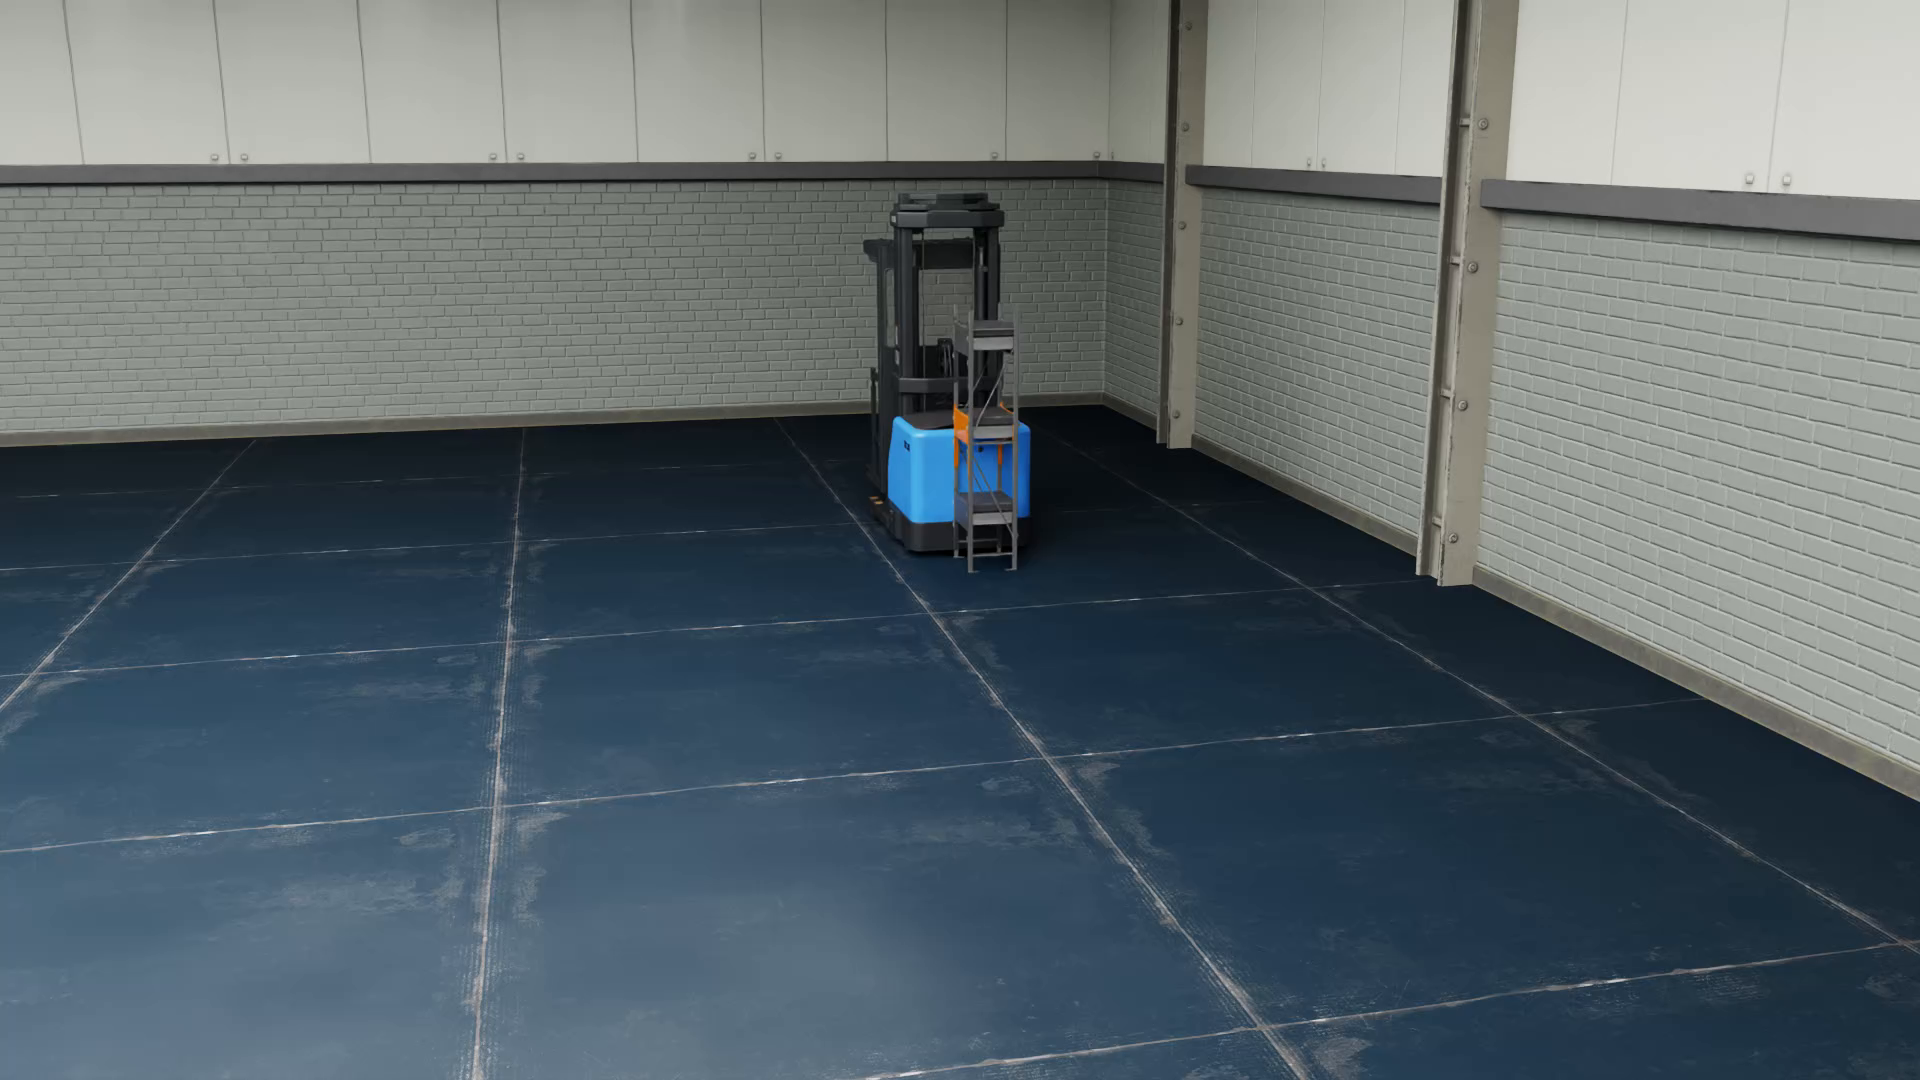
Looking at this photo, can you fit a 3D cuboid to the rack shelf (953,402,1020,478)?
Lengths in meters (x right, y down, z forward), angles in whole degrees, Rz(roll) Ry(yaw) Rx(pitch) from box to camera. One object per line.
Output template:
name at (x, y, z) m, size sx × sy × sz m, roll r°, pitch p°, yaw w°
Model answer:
rack shelf at (0.205, -0.806, 13.361) m, size 0.431 × 0.518 × 0.480 m, roll -3°, pitch 14°, yaw -13°

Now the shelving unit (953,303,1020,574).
shelving unit at (0.205, -0.820, 13.358) m, size 0.431 × 2.100 × 0.503 m, roll -3°, pitch 14°, yaw -13°

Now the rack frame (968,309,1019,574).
rack frame at (0.263, -0.763, 13.128) m, size 0.400 × 2.100 × 0.015 m, roll -3°, pitch 14°, yaw -13°

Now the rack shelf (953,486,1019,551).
rack shelf at (0.205, -0.126, 13.527) m, size 0.431 × 0.518 × 0.480 m, roll -3°, pitch 14°, yaw -13°

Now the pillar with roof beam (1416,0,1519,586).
pillar with roof beam at (-0.340, -3.825, 11.124) m, size 9.100 × 9.000 × 0.400 m, roll -3°, pitch 14°, yaw -13°

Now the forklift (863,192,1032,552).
forklift at (-0.244, -1.631, 14.927) m, size 1.130 × 2.935 × 3.031 m, roll -3°, pitch 14°, yaw -13°

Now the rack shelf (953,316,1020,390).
rack shelf at (0.205, -1.486, 13.195) m, size 0.431 × 0.518 × 0.480 m, roll -3°, pitch 14°, yaw -13°

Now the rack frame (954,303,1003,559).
rack frame at (0.148, -0.876, 13.588) m, size 0.400 × 2.100 × 0.015 m, roll -3°, pitch 14°, yaw -13°

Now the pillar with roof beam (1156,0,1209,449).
pillar with roof beam at (-1.749, -5.210, 16.790) m, size 9.100 × 9.000 × 0.400 m, roll -3°, pitch 14°, yaw -13°
